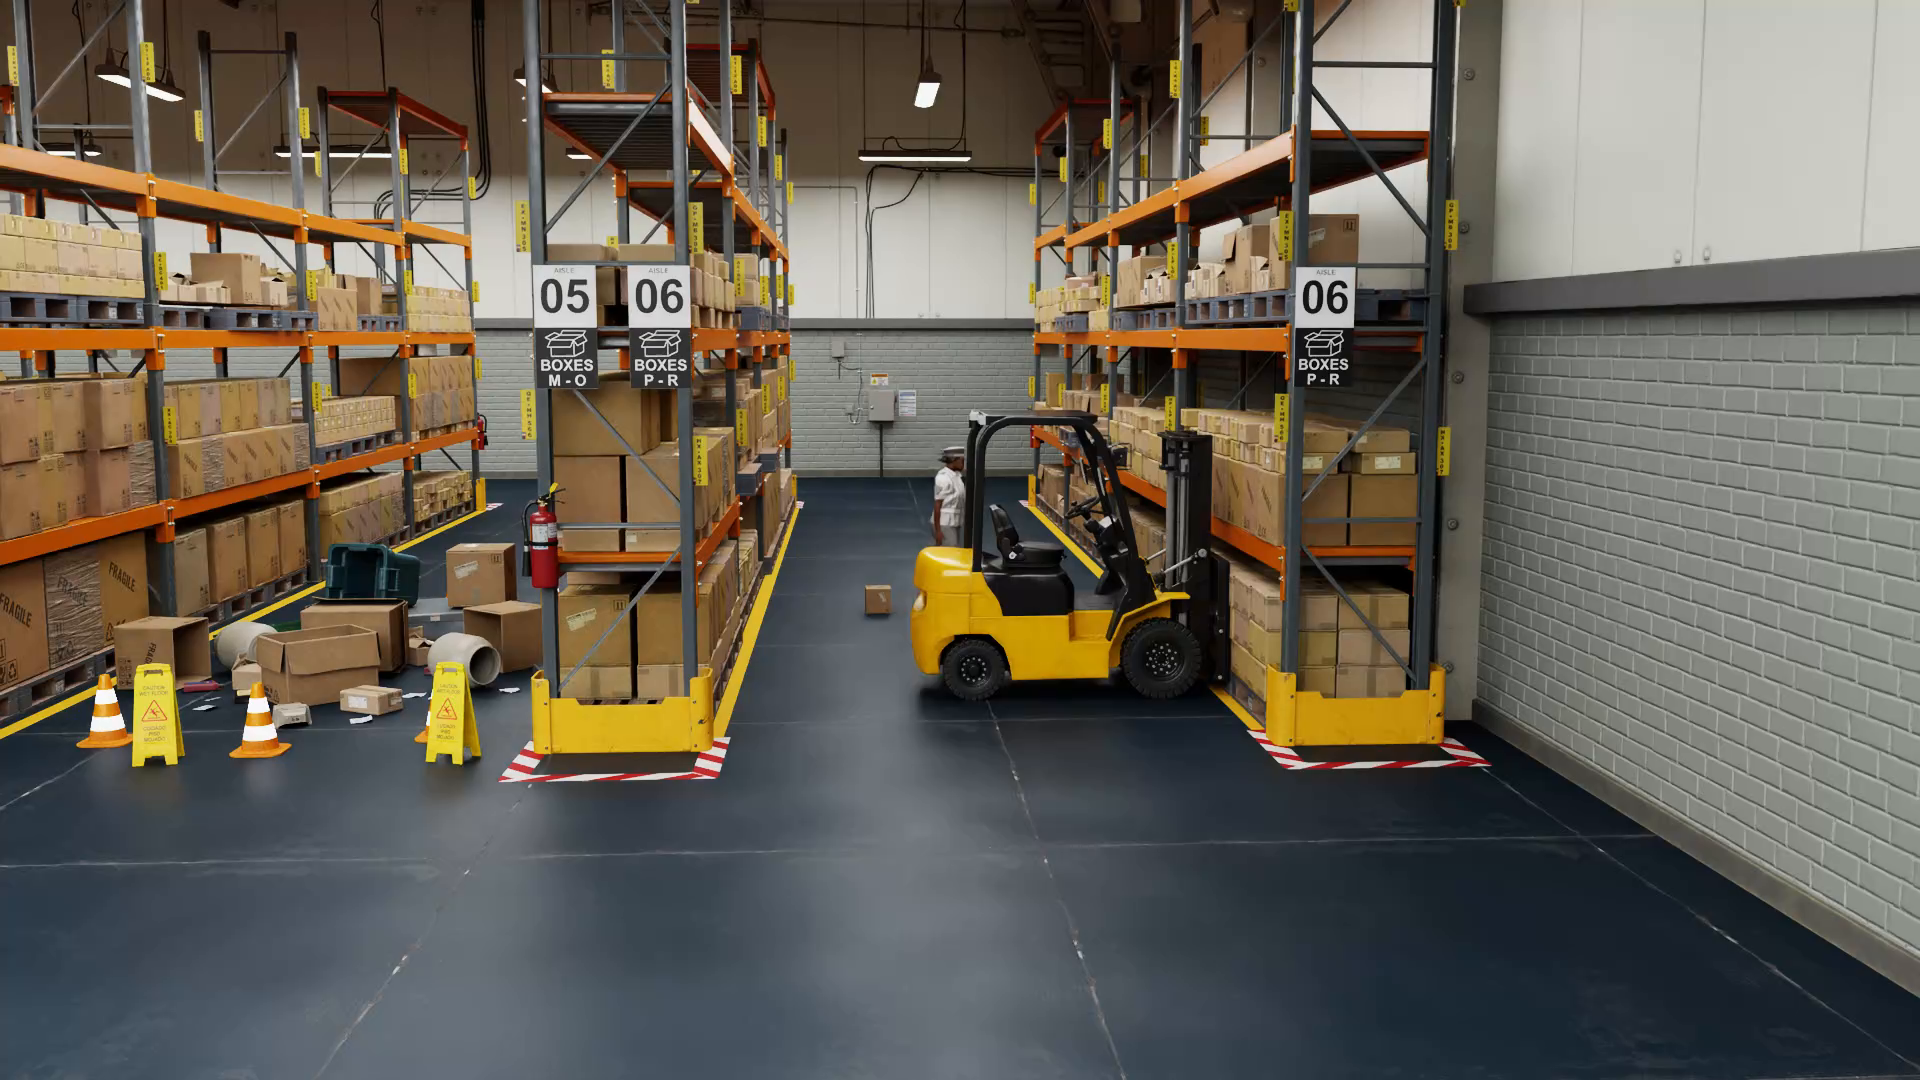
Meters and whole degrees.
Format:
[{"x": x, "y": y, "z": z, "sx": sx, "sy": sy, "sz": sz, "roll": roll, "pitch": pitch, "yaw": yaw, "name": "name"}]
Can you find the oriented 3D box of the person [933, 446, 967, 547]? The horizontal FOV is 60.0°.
[{"x": -0.091, "y": -0.433, "z": 16.500, "sx": 0.313, "sy": 0.995, "sz": 0.515, "roll": 3, "pitch": 8, "yaw": 23, "name": "person"}]
